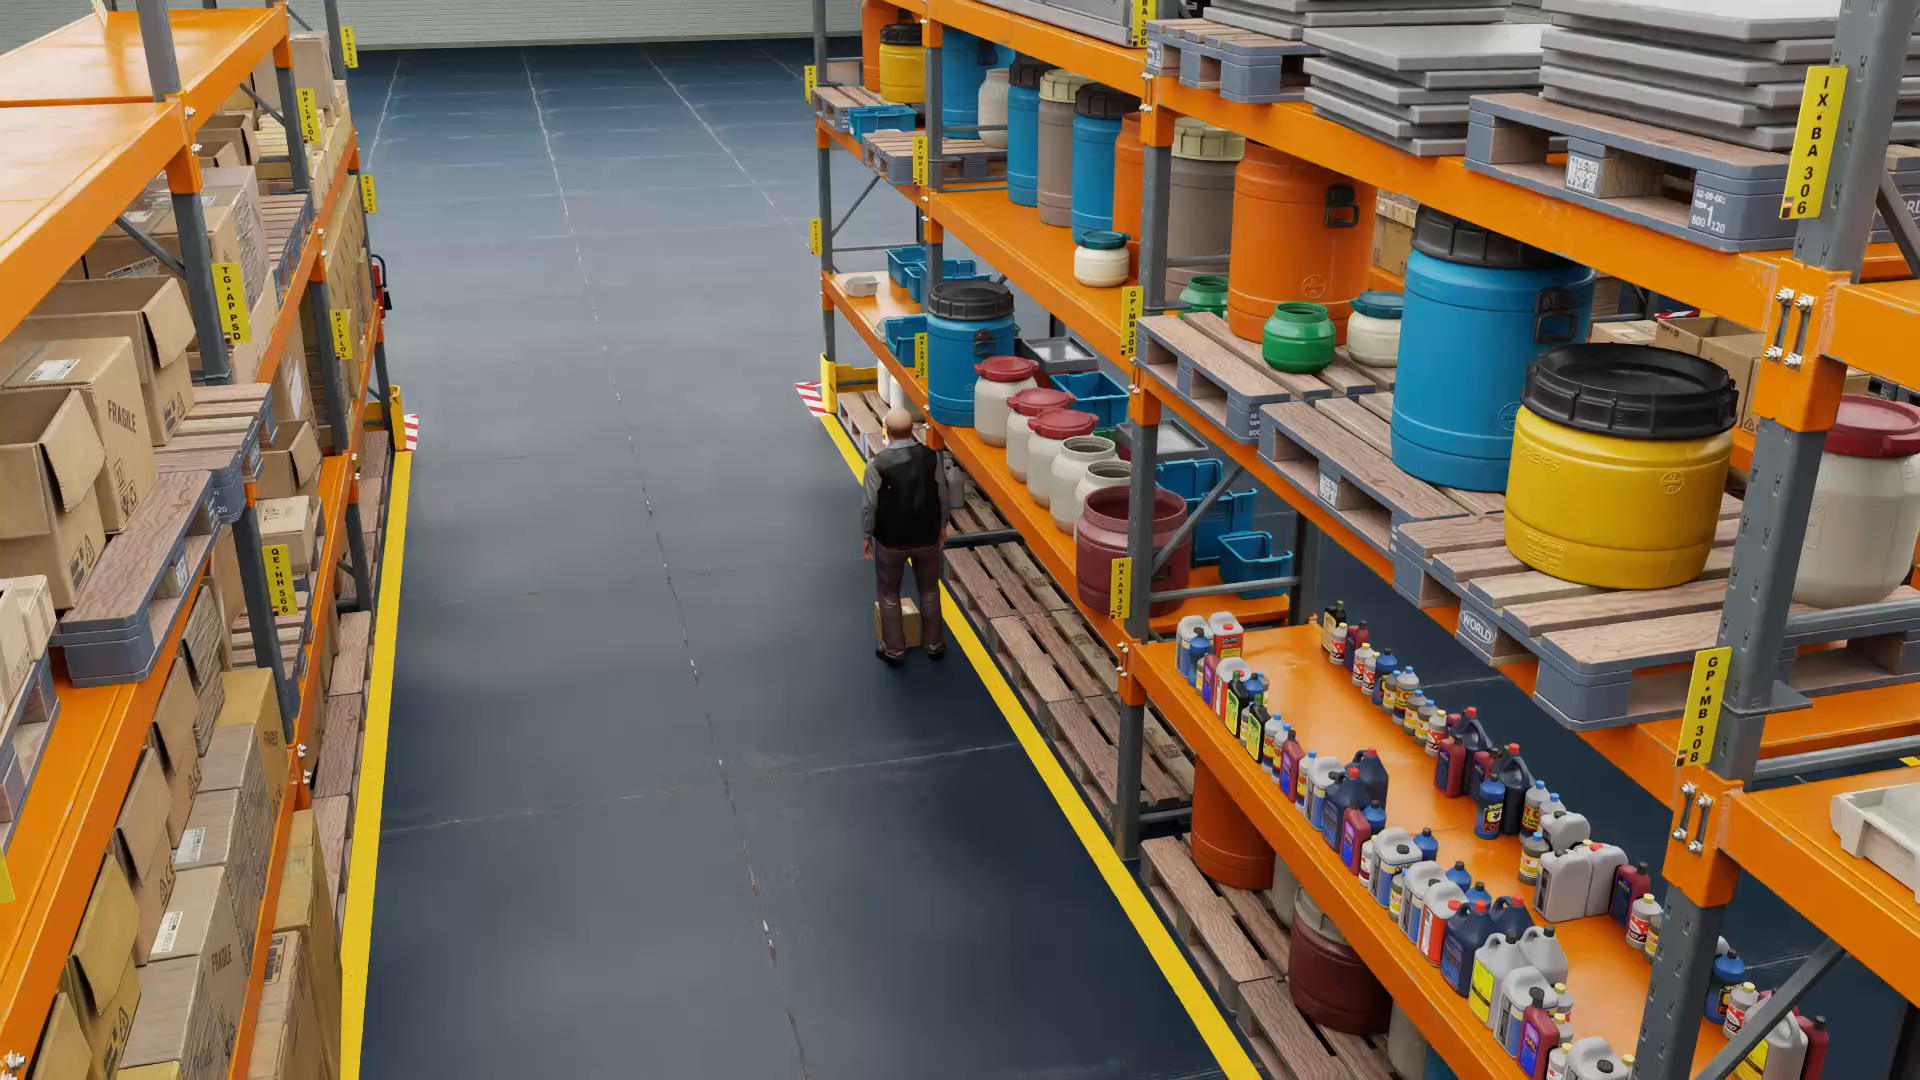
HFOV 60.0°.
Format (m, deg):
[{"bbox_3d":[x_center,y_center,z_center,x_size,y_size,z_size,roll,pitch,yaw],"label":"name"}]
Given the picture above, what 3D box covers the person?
[{"bbox_3d":[-0.344,-0.006,10.709,0.588,1.721,0.411,-7,24,-16],"label":"person"}]
